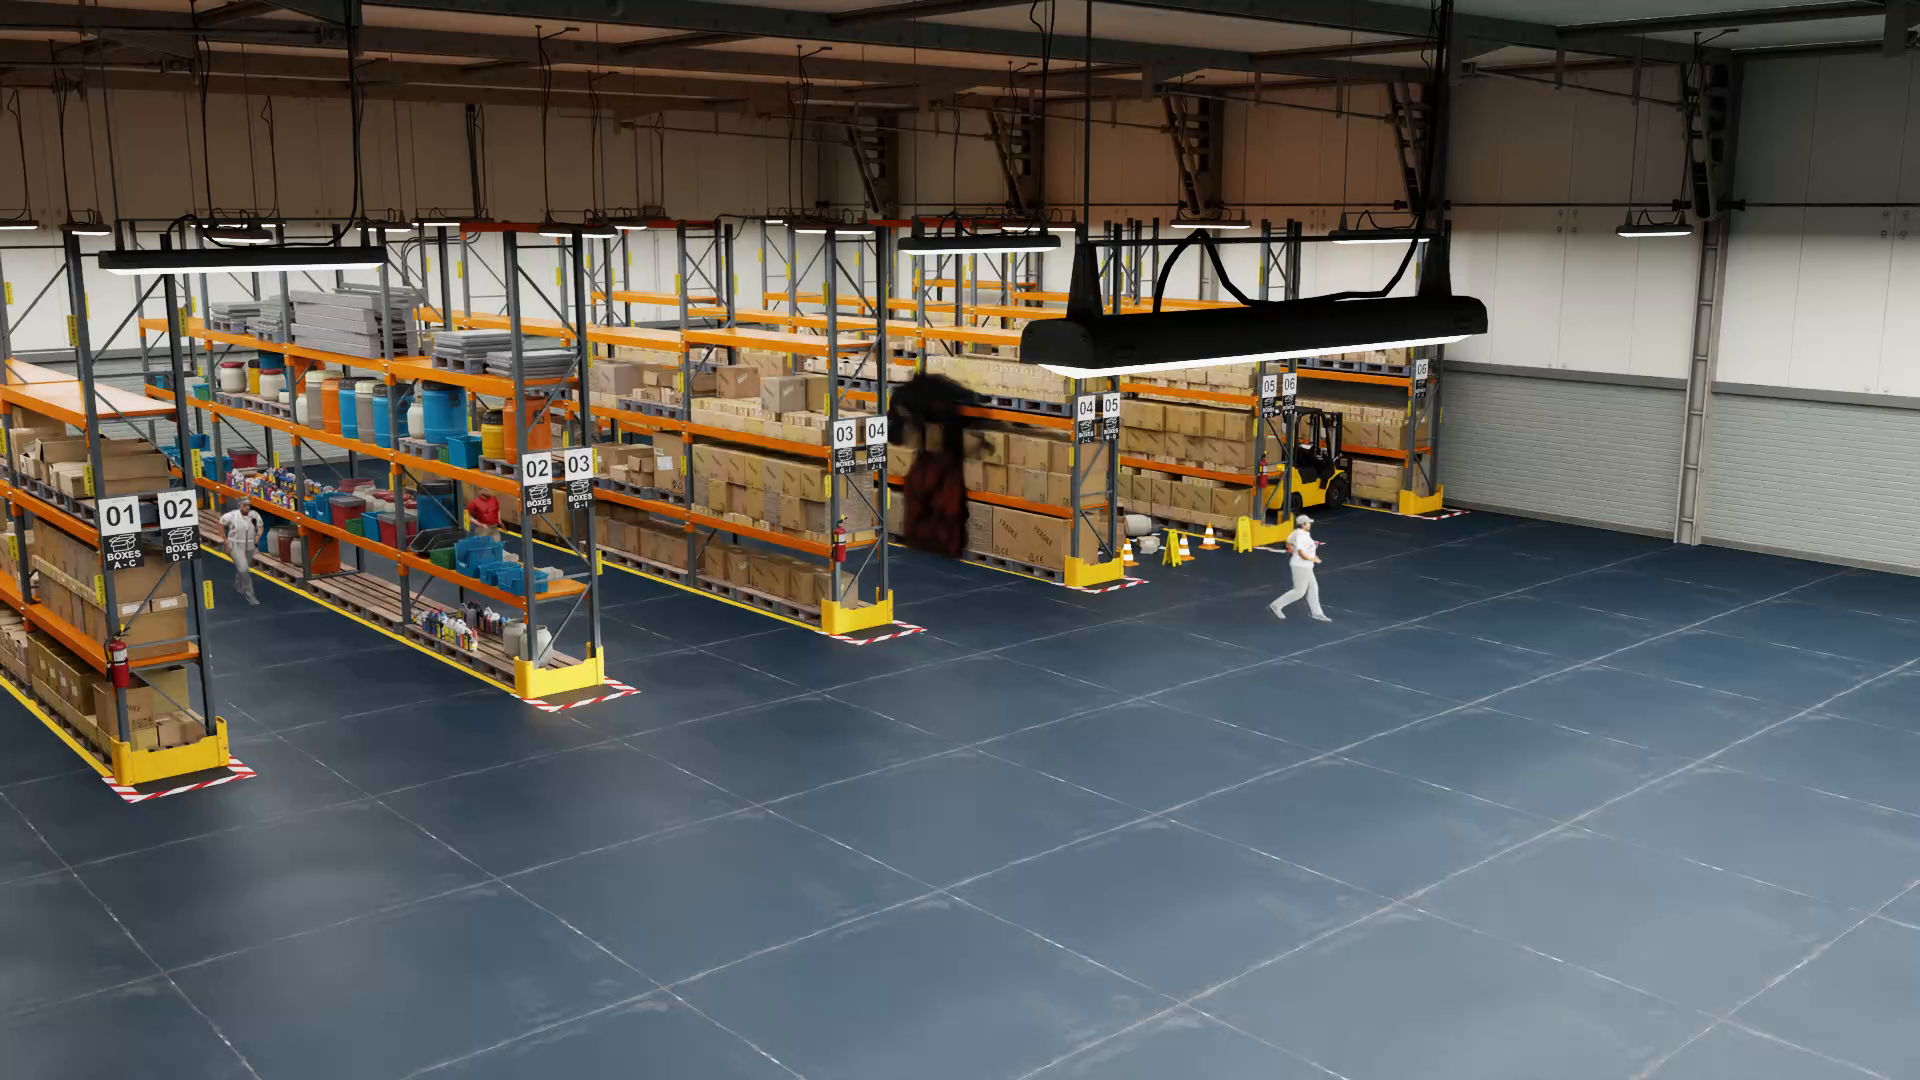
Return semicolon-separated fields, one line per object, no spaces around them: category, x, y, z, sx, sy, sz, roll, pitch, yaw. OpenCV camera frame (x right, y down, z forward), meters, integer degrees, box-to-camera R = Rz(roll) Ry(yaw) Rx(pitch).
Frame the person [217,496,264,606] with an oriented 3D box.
person;-11.575;0.134;26.821;0.963;1.786;0.663;11;16;43

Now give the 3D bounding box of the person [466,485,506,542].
person;-8.103;-0.150;28.419;0.603;1.688;0.665;11;15;42

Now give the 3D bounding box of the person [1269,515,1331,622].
person;5.240;0.440;25.526;0.959;1.650;0.643;1;11;6
